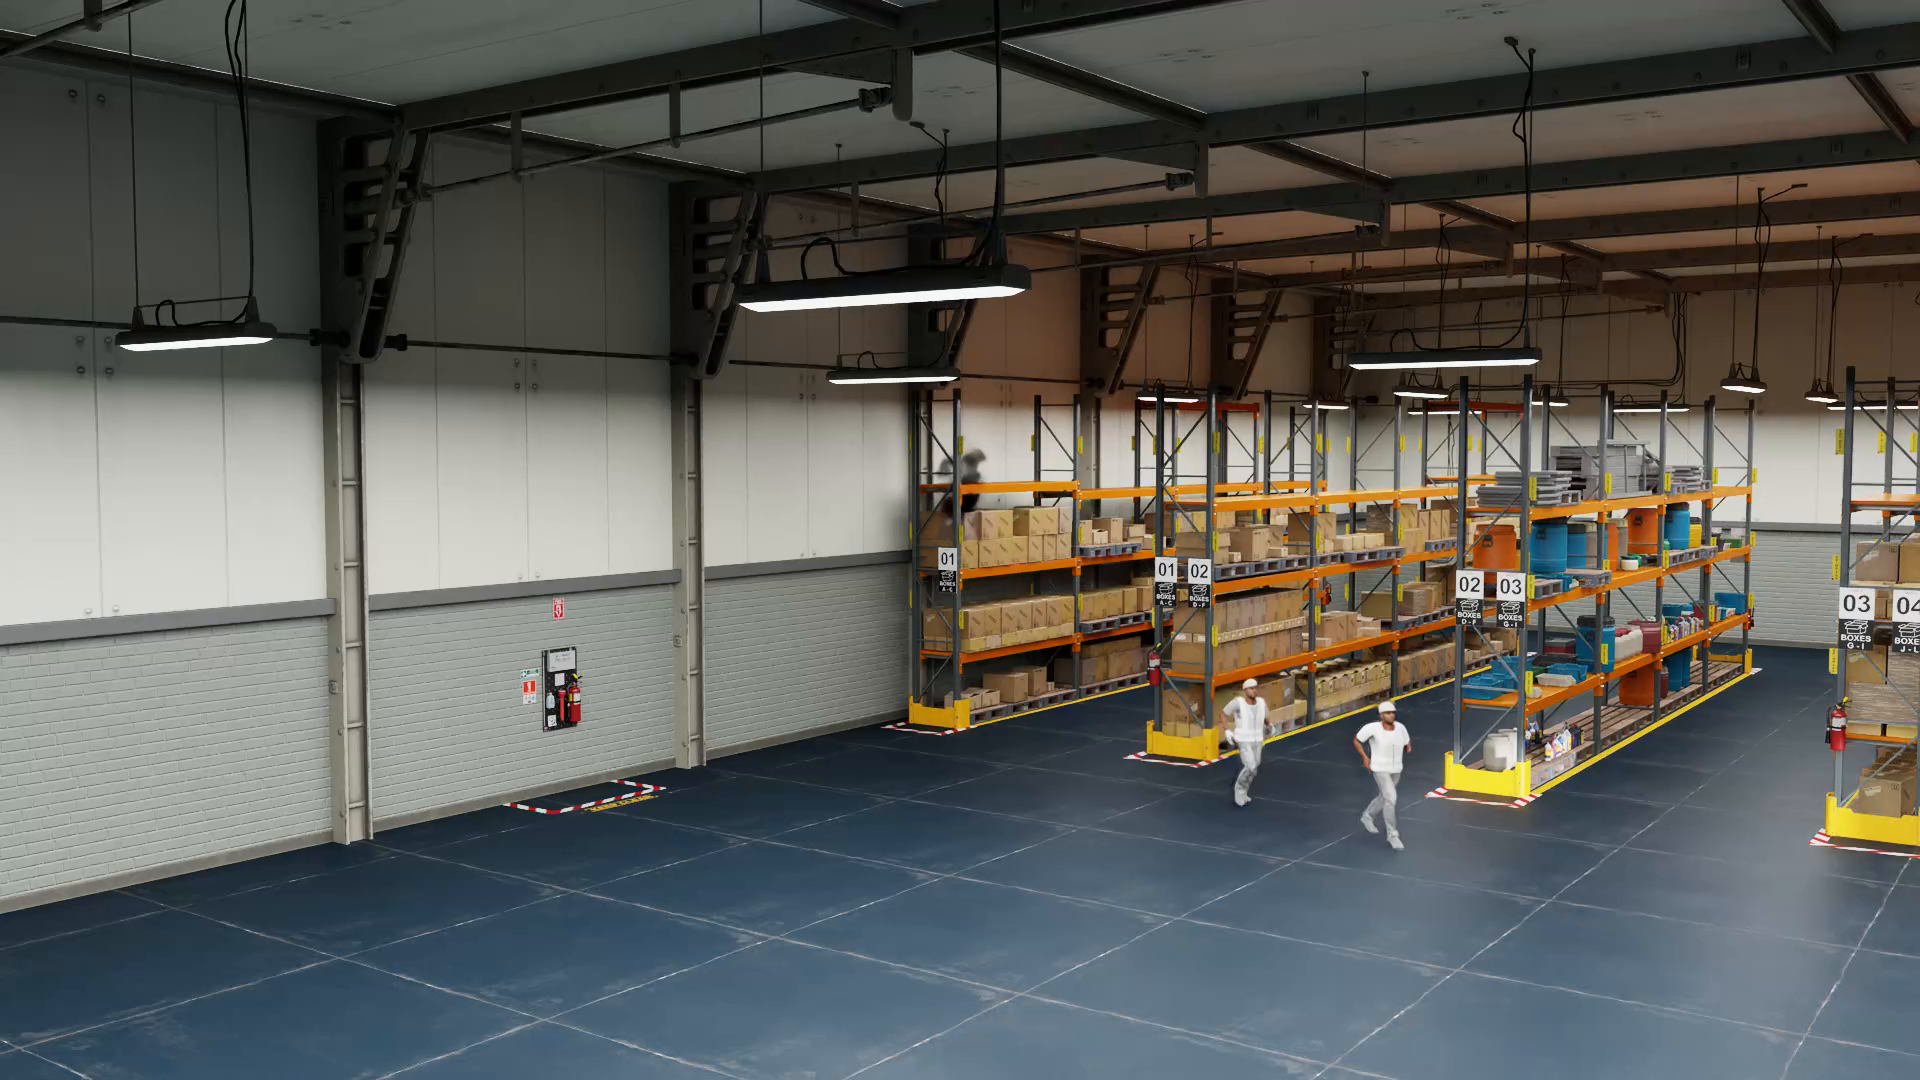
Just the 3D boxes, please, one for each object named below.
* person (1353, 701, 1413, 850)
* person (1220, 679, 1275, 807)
[{"bbox_3d":[5.382,2.921,20.965,0.674,1.800,0.895,-1,4,-24],"label":"person"},{"bbox_3d":[4.041,2.807,23.061,0.678,1.772,0.671,-2,4,-26],"label":"person"}]
